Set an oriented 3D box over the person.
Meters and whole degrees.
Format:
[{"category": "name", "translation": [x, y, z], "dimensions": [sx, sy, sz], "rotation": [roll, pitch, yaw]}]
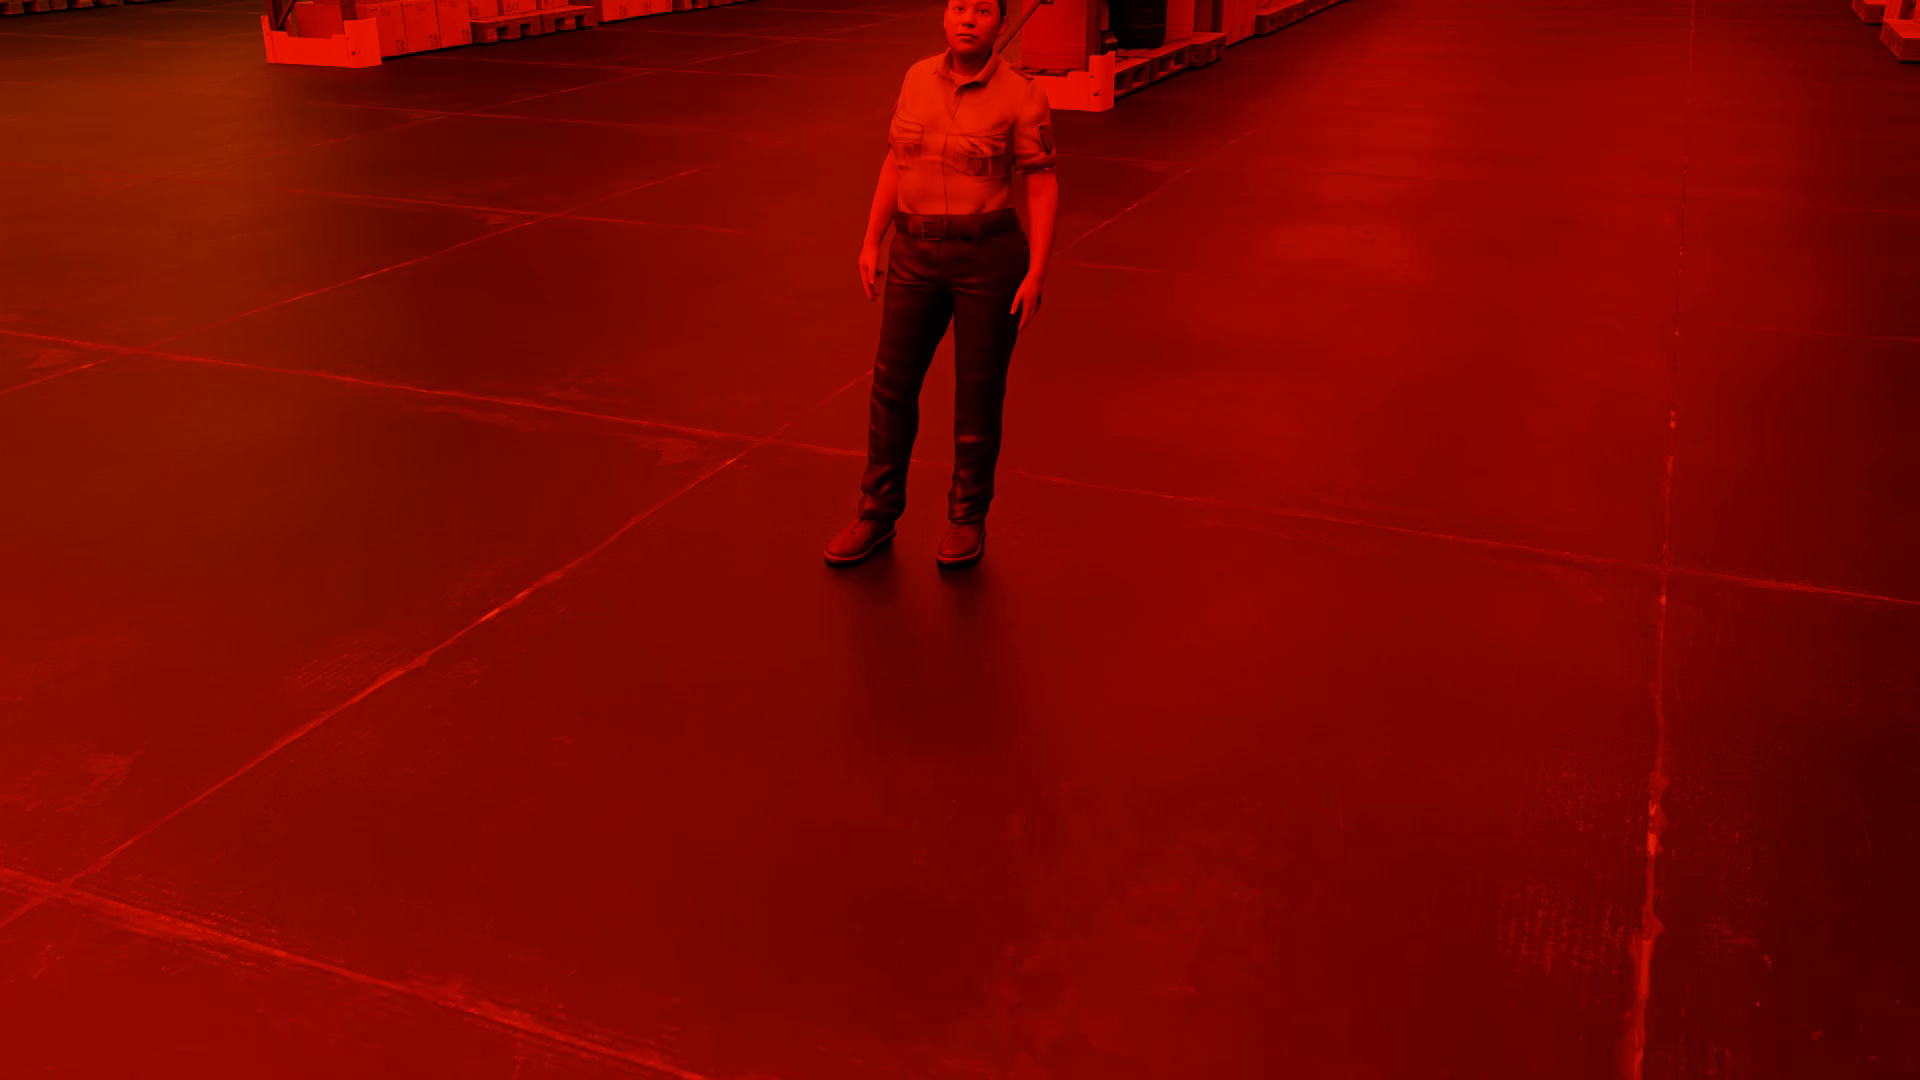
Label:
[{"category": "person", "translation": [-0.056, -0.738, 4.704], "dimensions": [0.598, 1.651, 0.502], "rotation": [9, 24, 21]}]
